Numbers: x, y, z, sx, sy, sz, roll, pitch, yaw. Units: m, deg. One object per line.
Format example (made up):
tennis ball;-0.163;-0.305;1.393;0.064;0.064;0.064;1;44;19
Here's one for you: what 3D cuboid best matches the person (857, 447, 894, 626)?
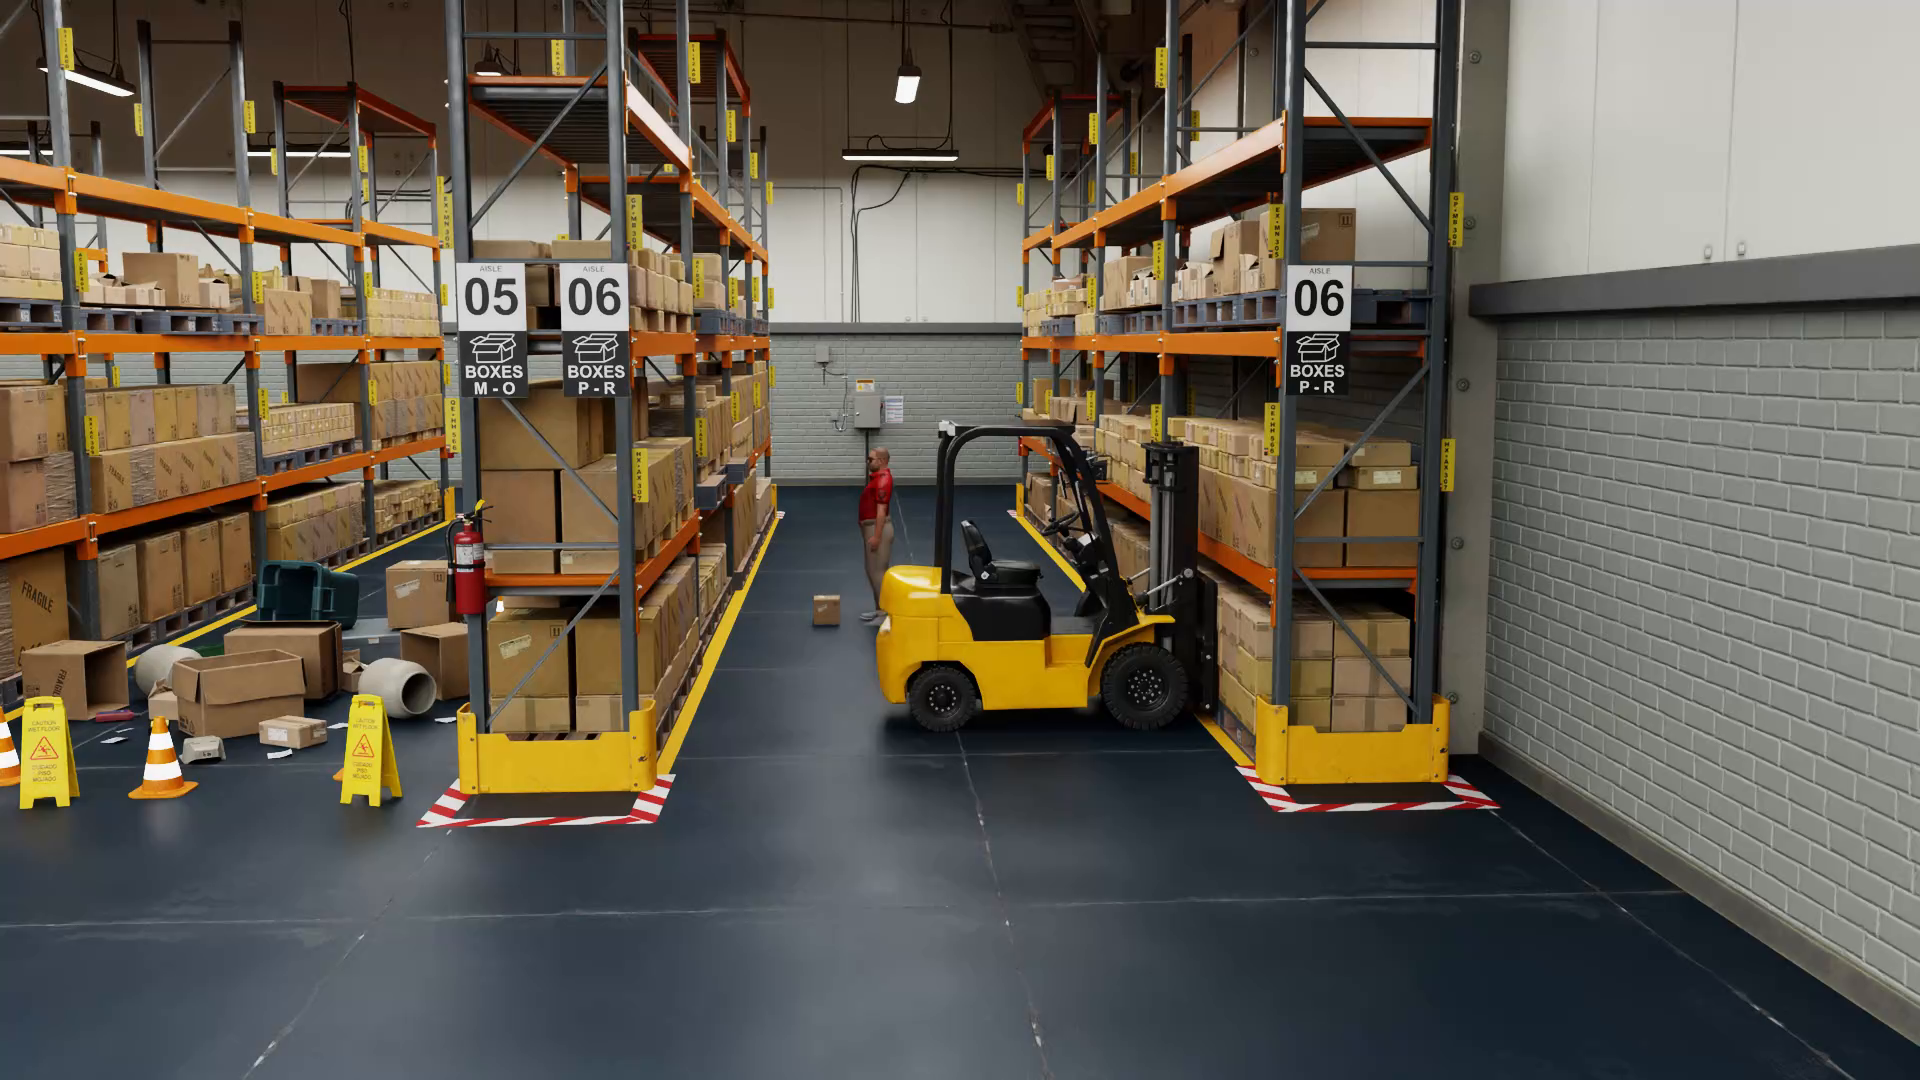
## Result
person;-0.814;-0.029;16.219;0.372;1.755;0.527;0;7;-2
